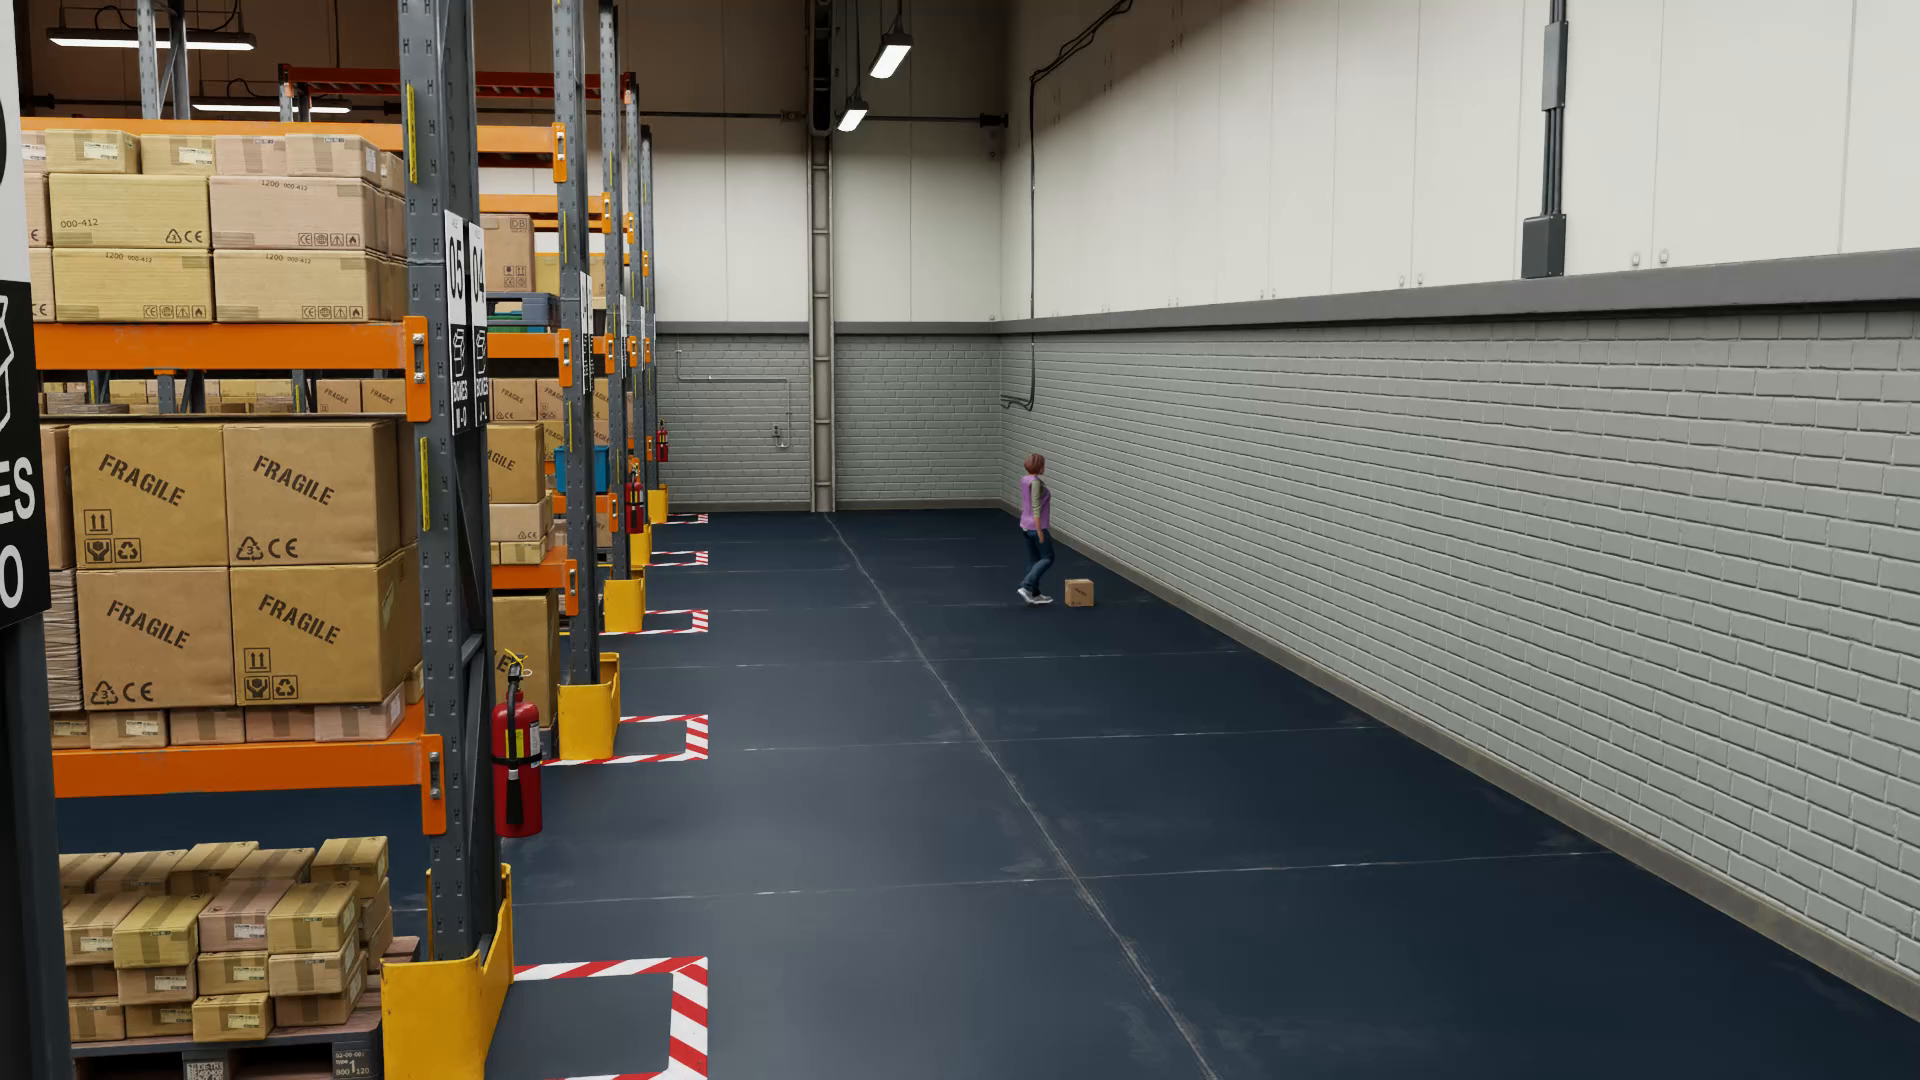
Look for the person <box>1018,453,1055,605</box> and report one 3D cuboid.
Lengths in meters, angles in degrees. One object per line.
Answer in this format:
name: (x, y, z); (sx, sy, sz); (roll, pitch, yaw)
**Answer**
person: (0.778, -0.113, 17.386); (0.466, 1.593, 0.431); (-2, 7, -19)
